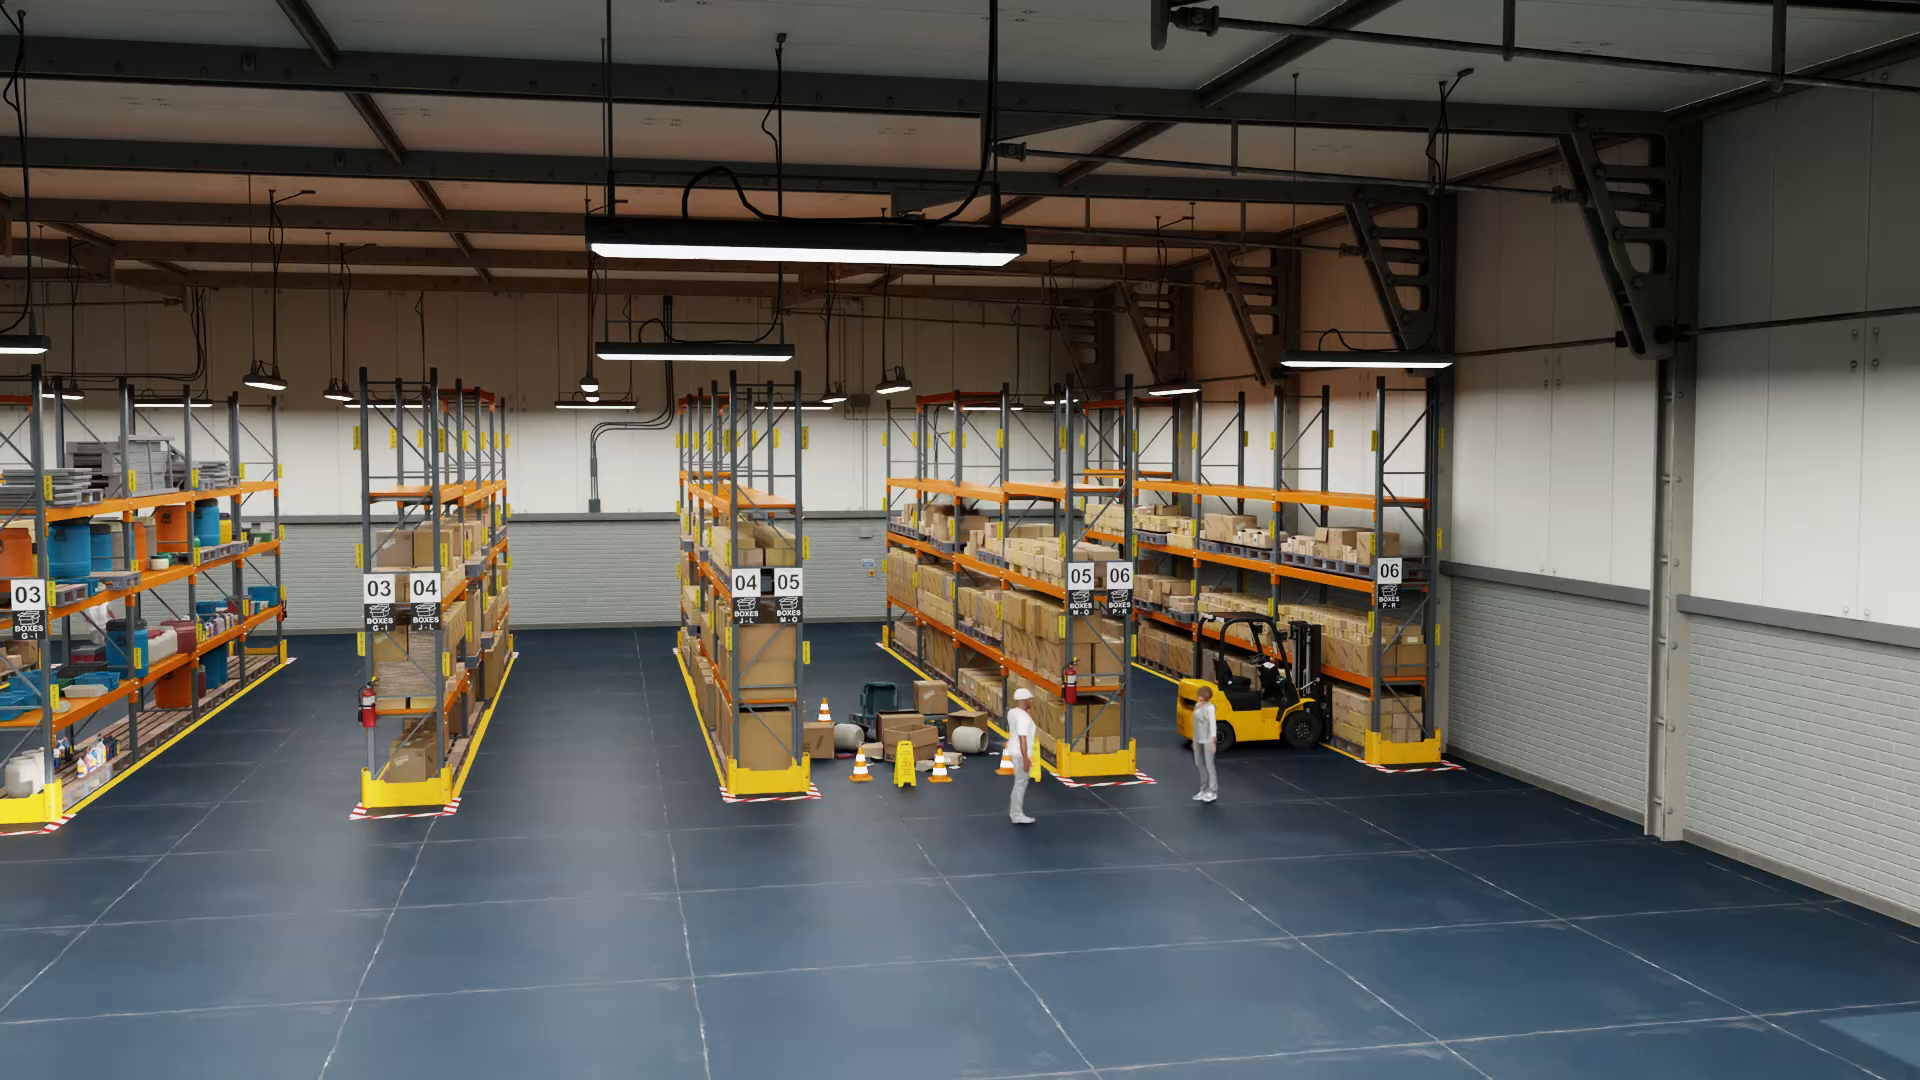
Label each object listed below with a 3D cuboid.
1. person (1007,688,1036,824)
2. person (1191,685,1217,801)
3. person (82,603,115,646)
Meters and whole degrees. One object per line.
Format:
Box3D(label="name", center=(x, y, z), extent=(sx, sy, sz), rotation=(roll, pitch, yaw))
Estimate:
Box3D(label="person", center=(0.816, 2.836, 21.824), extent=(0.379, 1.783, 0.675), rotation=(-1, 3, -11))
Box3D(label="person", center=(3.411, 2.847, 23.127), extent=(0.345, 1.592, 0.508), rotation=(-2, 4, -29))
Box3D(label="person", center=(-18.835, 1.958, 36.411), extent=(0.643, 1.726, 0.984), rotation=(-1, 4, -18))
